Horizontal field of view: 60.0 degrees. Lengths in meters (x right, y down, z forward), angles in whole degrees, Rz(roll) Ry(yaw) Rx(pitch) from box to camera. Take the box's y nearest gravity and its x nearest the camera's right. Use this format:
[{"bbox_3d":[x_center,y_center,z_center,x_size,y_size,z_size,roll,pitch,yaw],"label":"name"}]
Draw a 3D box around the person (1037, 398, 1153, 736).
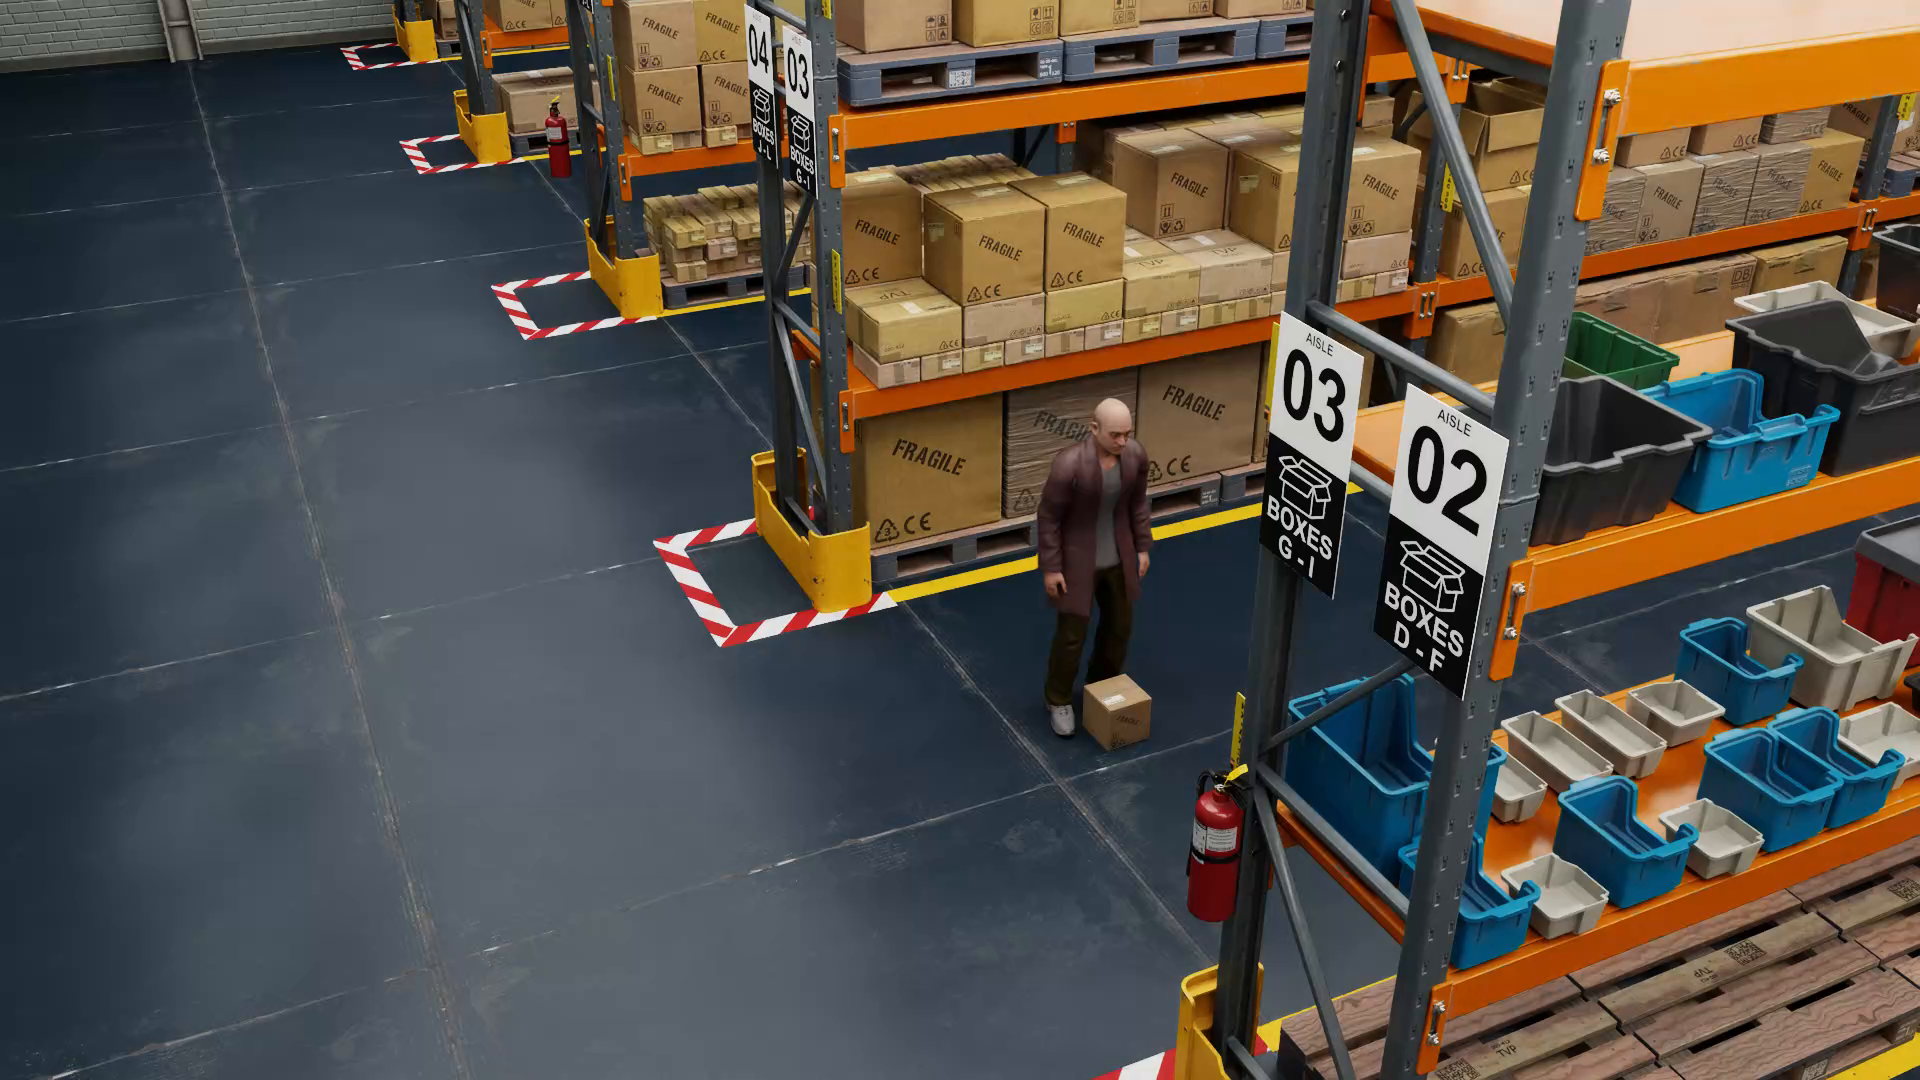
[{"bbox_3d":[0.678,0.101,8.292,0.641,1.773,0.424,-14,32,-23],"label":"person"}]
